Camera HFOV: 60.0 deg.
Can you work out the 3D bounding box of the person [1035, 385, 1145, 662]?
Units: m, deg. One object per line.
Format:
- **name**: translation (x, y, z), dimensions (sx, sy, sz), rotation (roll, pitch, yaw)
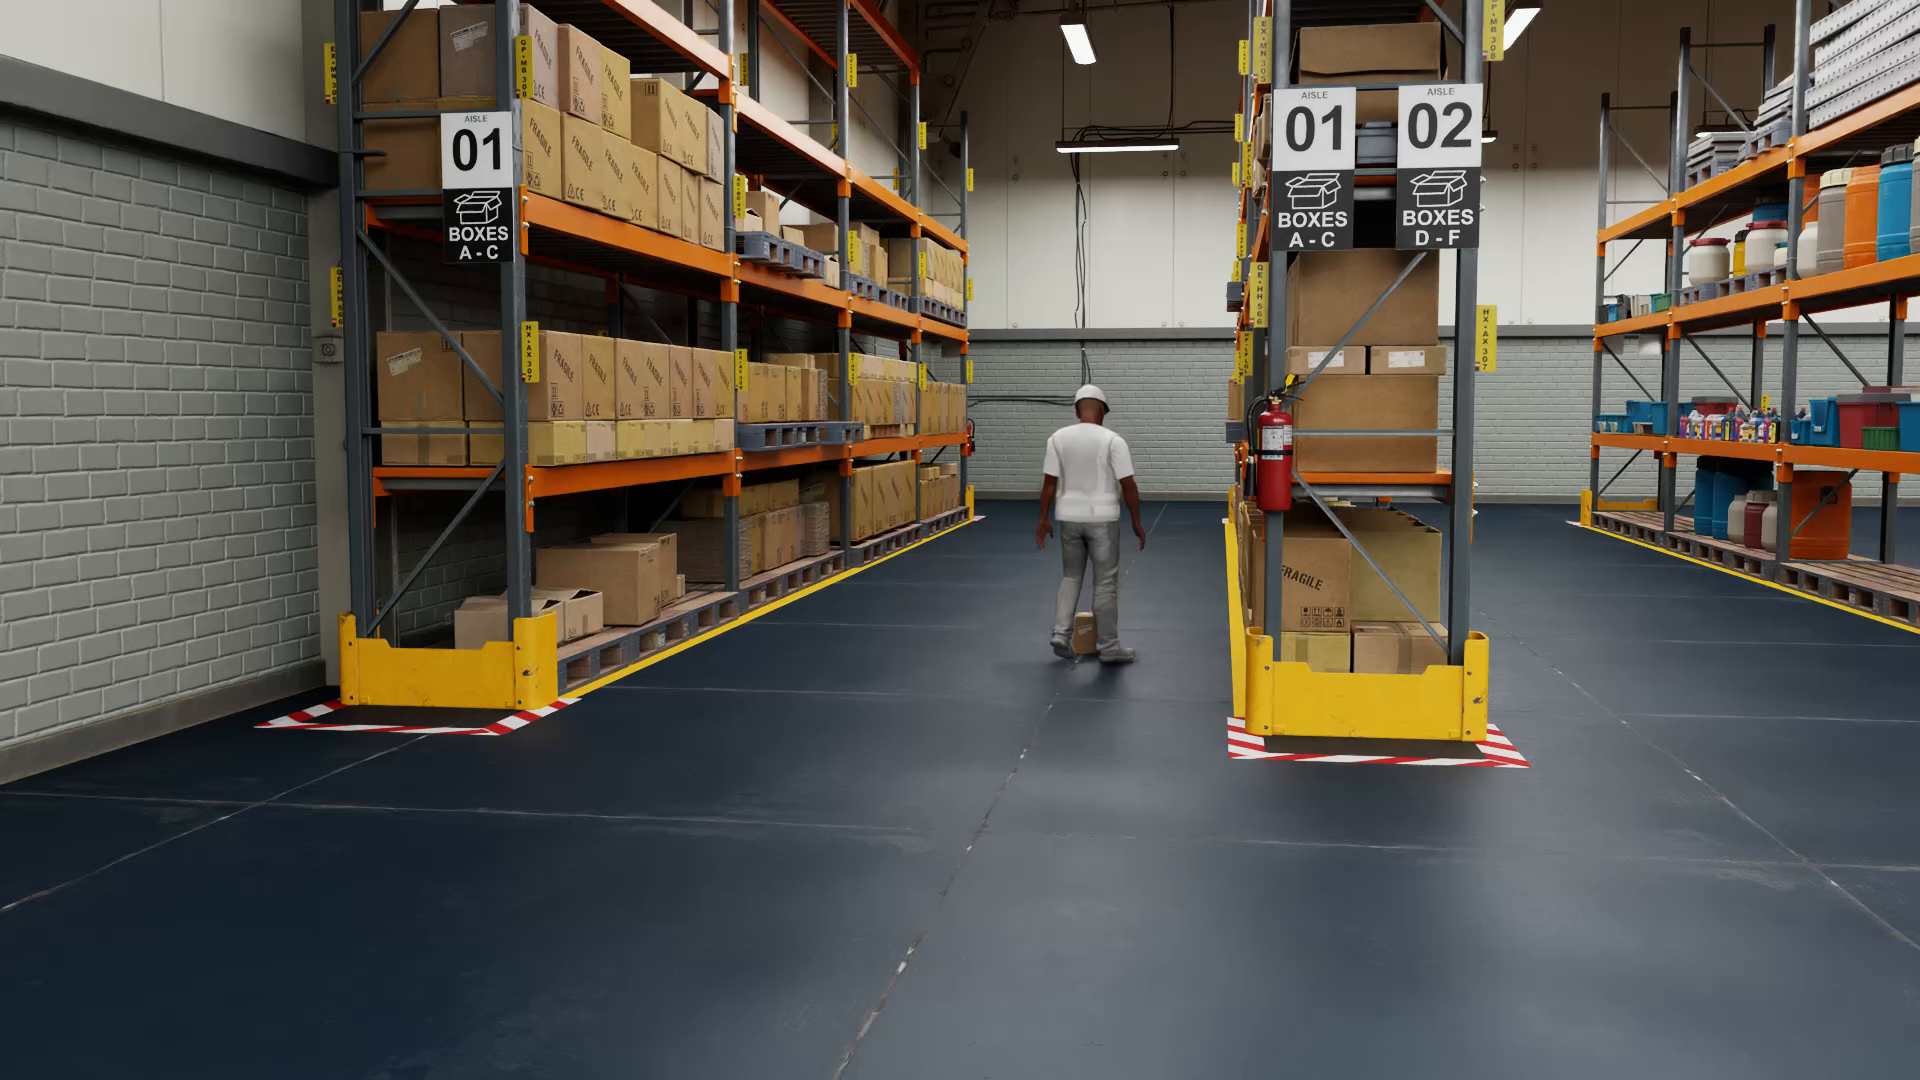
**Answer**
- **person**: translation (0.856, -0.102, 10.664), dimensions (0.695, 1.779, 0.446), rotation (2, 5, 27)
